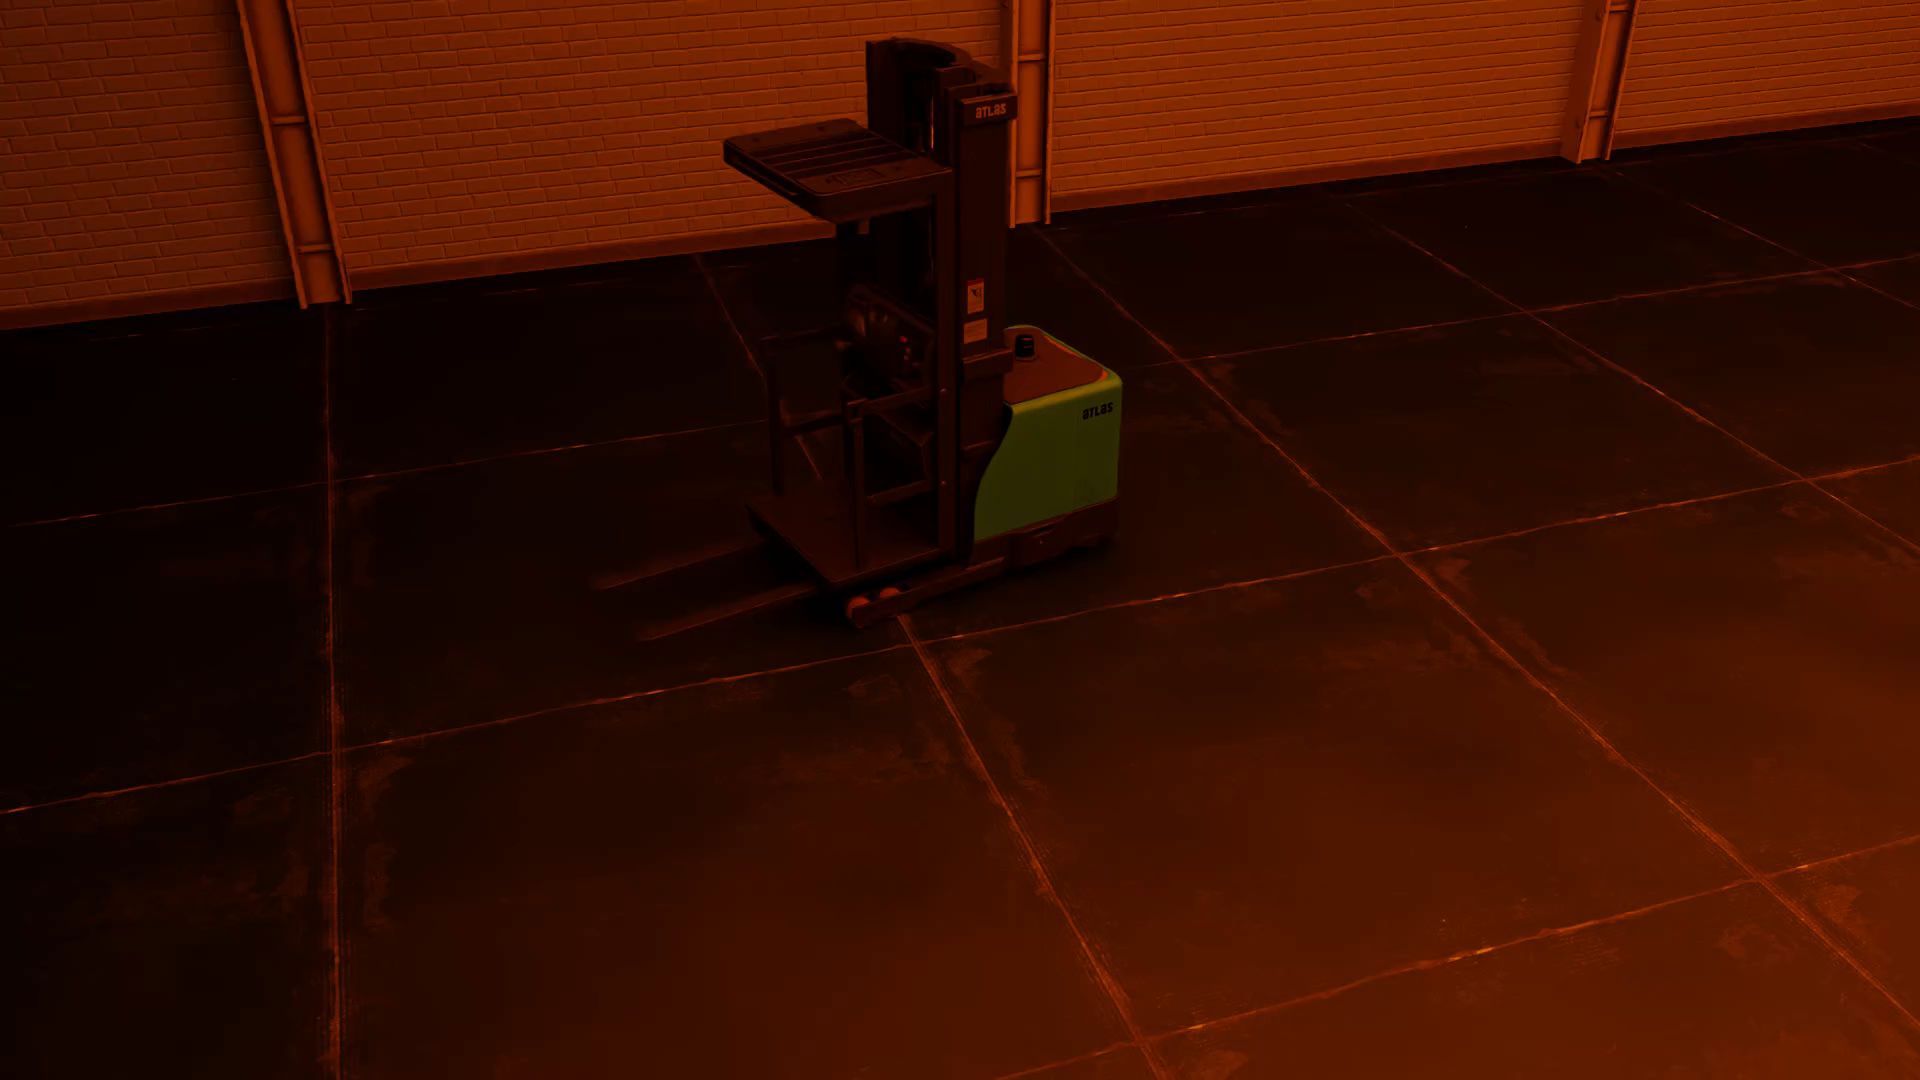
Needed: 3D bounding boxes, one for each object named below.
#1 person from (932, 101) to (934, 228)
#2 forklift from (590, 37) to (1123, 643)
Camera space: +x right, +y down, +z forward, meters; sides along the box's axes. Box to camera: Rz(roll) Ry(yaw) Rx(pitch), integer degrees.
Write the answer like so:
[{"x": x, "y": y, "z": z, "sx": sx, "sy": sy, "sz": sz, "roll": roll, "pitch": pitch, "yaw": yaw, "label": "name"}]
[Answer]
[{"x": -0.169, "y": -2.695, "z": 12.984, "sx": 0.794, "sy": 1.724, "sz": 0.435, "roll": 0, "pitch": 30, "yaw": 0, "label": "person"}, {"x": -0.574, "y": -1.086, "z": 8.975, "sx": 3.031, "sy": 2.935, "sz": 1.130, "roll": -17, "pitch": 34, "yaw": -27, "label": "forklift"}]
